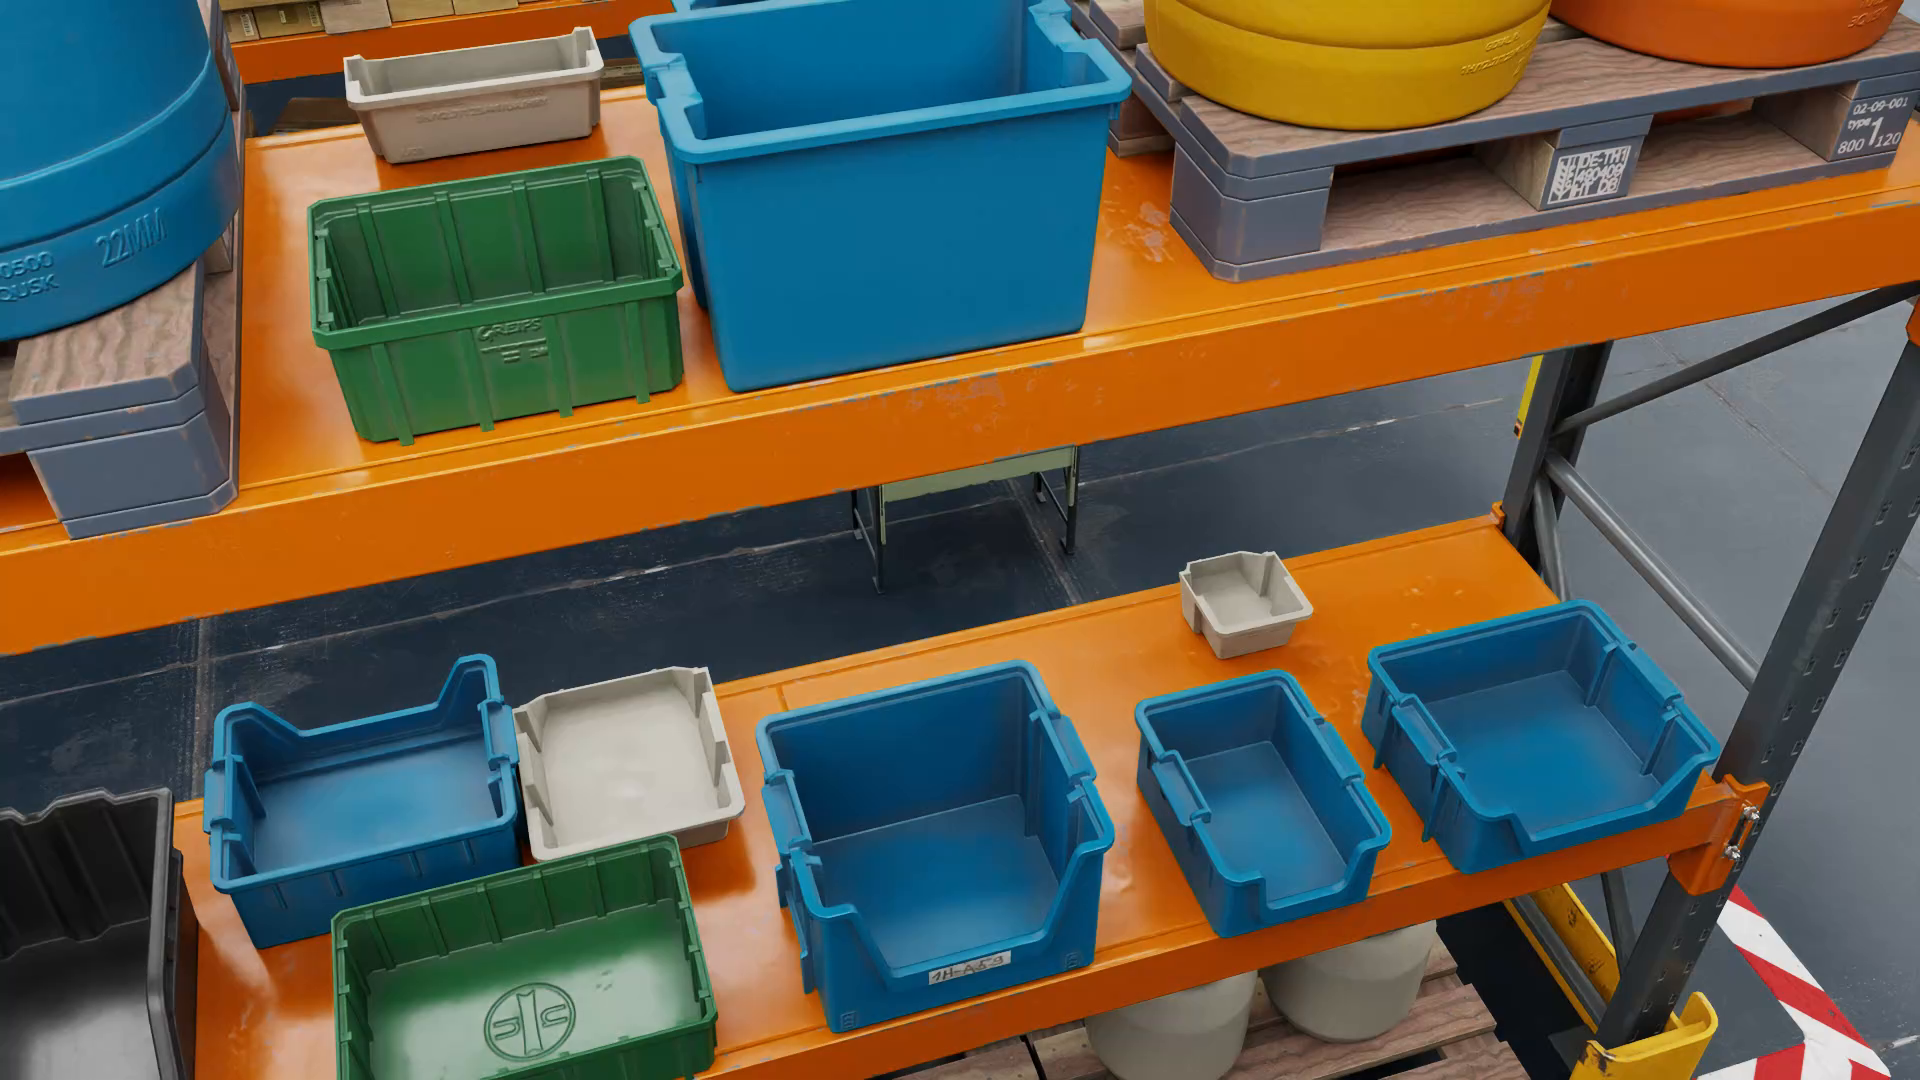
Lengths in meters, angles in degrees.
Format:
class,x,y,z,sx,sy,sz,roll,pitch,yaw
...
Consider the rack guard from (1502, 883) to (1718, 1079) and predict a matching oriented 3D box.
class,x,y,z,sx,sy,sz,roll,pitch,yaw
rack guard,1.559,1.065,4.651,0.348,0.500,1.175,-12,42,-13

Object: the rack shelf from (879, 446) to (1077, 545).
class,x,y,z,sx,sy,sz,roll,pitch,yaw
rack shelf,0.006,-0.321,5.973,0.720,0.370,0.431,-12,42,-13

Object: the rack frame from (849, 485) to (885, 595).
class,x,y,z,sx,sy,sz,roll,pitch,yaw
rack frame,-0.343,-0.494,5.675,0.023,1.500,0.400,-12,42,-13

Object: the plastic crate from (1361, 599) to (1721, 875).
class,x,y,z,sx,sy,sz,roll,pitch,yaw
plastic crate,1.230,0.422,3.601,0.616,0.251,0.499,-12,42,-13

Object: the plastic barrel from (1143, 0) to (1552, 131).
class,x,y,z,sx,sy,sz,roll,pitch,yaw
plastic barrel,0.569,-0.975,2.344,0.600,0.588,0.600,0,41,0

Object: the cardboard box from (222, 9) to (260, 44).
class,x,y,z,sx,sy,sz,roll,pitch,yaw
cardboard box,-2.917,-2.106,6.572,0.250,0.149,0.380,-12,42,-13

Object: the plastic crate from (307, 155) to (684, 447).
class,x,y,z,sx,sy,sz,roll,pitch,yaw
plastic crate,-0.611,-0.321,2.219,0.450,0.188,0.336,-12,42,-13

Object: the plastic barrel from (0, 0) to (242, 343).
class,x,y,z,sx,sy,sz,roll,pitch,yaw
plastic barrel,-1.216,-0.737,1.833,0.708,0.901,0.600,-12,42,-13

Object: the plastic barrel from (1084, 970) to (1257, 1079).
class,x,y,z,sx,sy,sz,roll,pitch,yaw
plastic barrel,0.535,1.135,4.243,0.421,0.512,0.421,0,41,0

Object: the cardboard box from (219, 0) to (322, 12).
class,x,y,z,sx,sy,sz,roll,pitch,yaw
cardboard box,-2.750,-2.515,6.547,0.500,0.500,0.875,-12,42,-13

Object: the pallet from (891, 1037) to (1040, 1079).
class,x,y,z,sx,sy,sz,roll,pitch,yaw
pallet,-0.379,1.569,4.293,1.213,0.211,1.003,-12,42,-13

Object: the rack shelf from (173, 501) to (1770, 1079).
class,x,y,z,sx,sy,sz,roll,pitch,yaw
rack shelf,-0.290,0.745,3.664,4.000,0.370,1.077,-12,42,-13

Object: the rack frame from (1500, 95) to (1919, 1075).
class,x,y,z,sx,sy,sz,roll,pitch,yaw
rack frame,1.618,0.079,3.880,0.127,3.000,1.000,-12,42,-13

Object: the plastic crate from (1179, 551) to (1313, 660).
class,x,y,z,sx,sy,sz,roll,pitch,yaw
plastic crate,0.668,0.153,3.995,0.250,0.136,0.298,-12,42,-13

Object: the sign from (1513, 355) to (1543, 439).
class,x,y,z,sx,sy,sz,roll,pitch,yaw
sign,1.457,-0.372,4.185,0.005,0.325,0.100,-12,42,-13

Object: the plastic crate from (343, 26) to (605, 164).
class,x,y,z,sx,sy,sz,roll,pitch,yaw
plastic crate,-0.788,-0.732,2.728,0.396,0.136,0.243,-12,42,-13

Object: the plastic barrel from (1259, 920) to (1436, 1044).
class,x,y,z,sx,sy,sz,roll,pitch,yaw
plastic barrel,1.013,1.036,4.357,0.421,0.512,0.421,0,41,0

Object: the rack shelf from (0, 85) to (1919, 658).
class,x,y,z,sx,sy,sz,roll,pitch,yaw
rack shelf,-0.290,-0.385,2.677,4.000,0.370,1.077,-12,42,-13

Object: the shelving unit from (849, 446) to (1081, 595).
class,x,y,z,sx,sy,sz,roll,pitch,yaw
shelving unit,0.006,-0.566,5.758,0.755,1.500,0.431,-12,42,-13

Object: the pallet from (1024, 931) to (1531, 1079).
class,x,y,z,sx,sy,sz,roll,pitch,yaw
pallet,0.783,1.331,4.566,1.213,0.211,1.003,-12,42,-13

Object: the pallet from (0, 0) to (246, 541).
class,x,y,z,sx,sy,sz,roll,pitch,yaw
pallet,-1.539,-0.393,2.284,1.003,0.211,1.213,-12,42,-13

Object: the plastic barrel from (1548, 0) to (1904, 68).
class,x,y,z,sx,sy,sz,roll,pitch,yaw
plastic barrel,1.192,-1.195,2.412,0.708,0.830,0.600,-12,42,-13

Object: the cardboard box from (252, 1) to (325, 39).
class,x,y,z,sx,sy,sz,roll,pitch,yaw
cardboard box,-2.682,-2.161,6.635,0.250,0.149,0.380,-12,42,-13

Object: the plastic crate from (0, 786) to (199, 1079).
class,x,y,z,sx,sy,sz,roll,pitch,yaw
plastic crate,-1.660,0.869,3.023,0.504,0.338,0.767,-12,42,-13

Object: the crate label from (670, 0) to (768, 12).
class,x,y,z,sx,sy,sz,roll,pitch,yaw
crate label,-0.267,-0.832,2.756,0.408,0.251,0.502,-12,42,-13

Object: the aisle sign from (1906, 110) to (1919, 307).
class,x,y,z,sx,sy,sz,roll,pitch,yaw
aisle sign,1.776,-0.728,2.828,0.004,0.787,0.394,-12,42,-13

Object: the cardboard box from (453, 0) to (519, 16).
class,x,y,z,sx,sy,sz,roll,pitch,yaw
cardboard box,-1.963,-2.303,6.797,0.250,0.149,0.380,-12,42,-13

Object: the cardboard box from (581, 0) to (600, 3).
class,x,y,z,sx,sy,sz,roll,pitch,yaw
cardboard box,-1.479,-2.387,6.893,0.250,0.149,0.380,-12,42,-13

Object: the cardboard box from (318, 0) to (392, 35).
class,x,y,z,sx,sy,sz,roll,pitch,yaw
cardboard box,-2.431,-2.185,6.662,0.250,0.149,0.380,-12,42,-13

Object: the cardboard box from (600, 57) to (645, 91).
class,x,y,z,sx,sy,sz,roll,pitch,yaw
cardboard box,-1.633,-1.882,7.705,0.500,0.500,0.500,-8,42,-9

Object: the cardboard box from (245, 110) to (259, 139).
class,x,y,z,sx,sy,sz,roll,pitch,yaw
cardboard box,-3.292,-1.510,7.279,0.500,0.500,0.500,-13,43,-14

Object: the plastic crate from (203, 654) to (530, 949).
class,x,y,z,sx,sy,sz,roll,pitch,yaw
plastic crate,-1.223,0.536,3.469,0.616,0.251,0.499,-12,42,-13

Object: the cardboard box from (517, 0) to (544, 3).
class,x,y,z,sx,sy,sz,roll,pitch,yaw
cardboard box,-1.738,-2.381,6.886,0.250,0.149,0.380,-12,42,-13

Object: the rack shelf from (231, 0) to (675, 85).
class,x,y,z,sx,sy,sz,roll,pitch,yaw
rack shelf,-1.778,-2.363,7.222,4.000,0.370,1.077,-12,42,-13

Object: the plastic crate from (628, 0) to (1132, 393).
class,x,y,z,sx,sy,sz,roll,pitch,yaw
plastic crate,-0.111,-0.479,2.251,0.575,0.384,0.392,-12,42,-13

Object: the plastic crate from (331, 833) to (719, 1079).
class,x,y,z,sx,sy,sz,roll,pitch,yaw
plastic crate,-0.818,0.858,3.149,0.662,0.188,0.450,-12,42,-13

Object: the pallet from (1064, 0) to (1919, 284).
class,x,y,z,sx,sy,sz,roll,pitch,yaw
pallet,0.799,-0.878,2.838,1.213,0.211,1.003,-12,42,-13

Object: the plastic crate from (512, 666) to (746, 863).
class,x,y,z,sx,sy,sz,roll,pitch,yaw
plastic crate,-0.725,0.489,3.611,0.437,0.136,0.530,-12,42,-13

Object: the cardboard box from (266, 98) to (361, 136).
class,x,y,z,sx,sy,sz,roll,pitch,yaw
cardboard box,-2.748,-1.628,7.414,0.500,0.500,0.500,1,41,1

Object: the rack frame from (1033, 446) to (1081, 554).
class,x,y,z,sx,sy,sz,roll,pitch,yaw
rack frame,0.355,-0.638,5.841,0.023,1.500,0.400,-12,42,-13

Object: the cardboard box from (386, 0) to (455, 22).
class,x,y,z,sx,sy,sz,roll,pitch,yaw
cardboard box,-2.205,-2.260,6.748,0.250,0.149,0.380,-12,42,-13

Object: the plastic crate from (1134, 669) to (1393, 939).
class,x,y,z,sx,sy,sz,roll,pitch,yaw
plastic crate,0.609,0.546,3.458,0.408,0.251,0.499,-12,42,-13

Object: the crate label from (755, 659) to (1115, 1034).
class,x,y,z,sx,sy,sz,roll,pitch,yaw
crate label,-0.057,0.599,3.258,0.616,0.435,0.502,-12,42,-13
